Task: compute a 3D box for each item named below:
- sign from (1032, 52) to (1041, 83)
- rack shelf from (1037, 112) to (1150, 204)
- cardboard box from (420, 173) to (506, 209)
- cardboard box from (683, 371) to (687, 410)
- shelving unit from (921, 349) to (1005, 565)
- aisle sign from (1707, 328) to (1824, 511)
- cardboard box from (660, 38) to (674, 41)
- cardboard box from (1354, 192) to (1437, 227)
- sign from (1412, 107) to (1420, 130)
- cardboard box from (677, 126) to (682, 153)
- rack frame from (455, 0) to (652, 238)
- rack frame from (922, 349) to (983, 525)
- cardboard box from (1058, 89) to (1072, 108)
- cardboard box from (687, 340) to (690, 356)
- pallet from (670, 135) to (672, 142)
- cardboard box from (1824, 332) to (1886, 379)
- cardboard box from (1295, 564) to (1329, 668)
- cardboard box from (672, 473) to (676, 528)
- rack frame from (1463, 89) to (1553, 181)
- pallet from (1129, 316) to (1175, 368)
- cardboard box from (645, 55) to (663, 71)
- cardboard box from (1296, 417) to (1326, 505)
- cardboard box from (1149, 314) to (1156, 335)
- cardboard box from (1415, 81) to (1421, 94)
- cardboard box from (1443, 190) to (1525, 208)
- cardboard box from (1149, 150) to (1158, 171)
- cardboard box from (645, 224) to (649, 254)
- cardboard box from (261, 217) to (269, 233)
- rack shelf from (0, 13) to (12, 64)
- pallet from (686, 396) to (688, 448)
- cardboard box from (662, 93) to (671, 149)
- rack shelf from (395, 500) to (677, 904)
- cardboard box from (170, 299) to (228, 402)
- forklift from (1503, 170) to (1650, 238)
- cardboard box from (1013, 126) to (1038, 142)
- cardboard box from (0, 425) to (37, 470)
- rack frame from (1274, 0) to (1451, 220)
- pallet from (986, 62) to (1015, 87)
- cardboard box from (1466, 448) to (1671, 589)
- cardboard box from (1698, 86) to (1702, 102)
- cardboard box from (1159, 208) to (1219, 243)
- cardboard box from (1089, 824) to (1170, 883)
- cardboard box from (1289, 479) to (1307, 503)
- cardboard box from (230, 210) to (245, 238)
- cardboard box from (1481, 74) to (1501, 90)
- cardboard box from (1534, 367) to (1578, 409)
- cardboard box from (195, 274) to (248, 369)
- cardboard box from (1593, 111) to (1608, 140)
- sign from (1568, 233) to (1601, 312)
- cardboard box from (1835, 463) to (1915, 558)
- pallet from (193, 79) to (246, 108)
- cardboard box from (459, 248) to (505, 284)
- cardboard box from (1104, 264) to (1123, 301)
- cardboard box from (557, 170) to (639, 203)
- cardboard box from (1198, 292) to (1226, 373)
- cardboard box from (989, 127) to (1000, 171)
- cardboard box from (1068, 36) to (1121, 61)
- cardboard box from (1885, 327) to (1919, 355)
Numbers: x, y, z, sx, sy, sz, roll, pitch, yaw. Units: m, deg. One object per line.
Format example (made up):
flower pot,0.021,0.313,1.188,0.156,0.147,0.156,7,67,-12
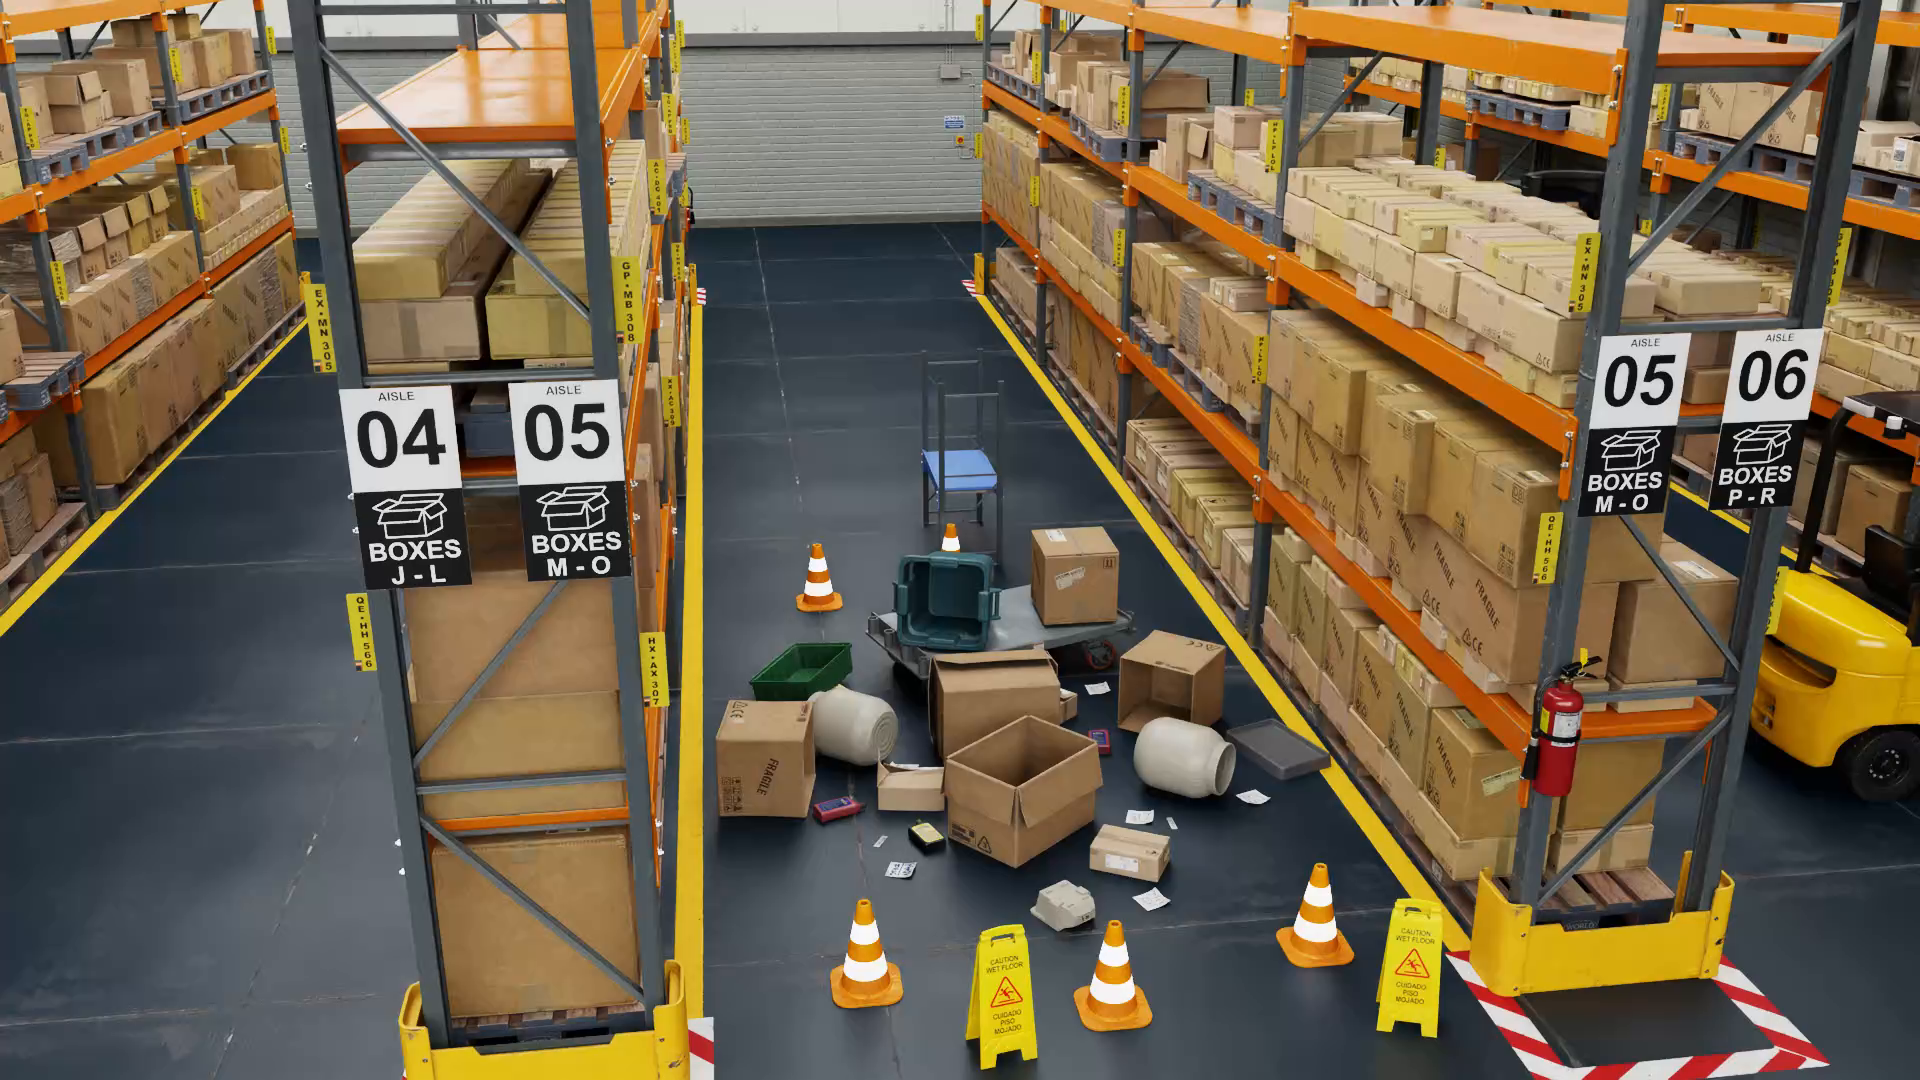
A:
sign,0.827,-5.105,17.957,0.100,0.325,0.005,-3,21,-8
rack shelf,1.664,-3.825,16.410,1.077,0.370,4.000,-3,21,-8
cardboard box,-2.454,-1.715,8.210,0.380,0.149,0.250,-3,21,-8
cardboard box,-3.008,-1.591,16.661,0.500,0.500,0.500,-3,21,-9
shelving unit,0.012,-0.673,13.375,0.538,1.500,1.048,-3,21,-8
aisle sign,3.422,-0.506,7.068,0.394,0.787,0.004,-3,21,-8
cardboard box,-3.624,-5.940,19.975,0.380,0.149,0.250,-3,21,-7
cardboard box,2.444,-1.858,9.337,0.380,0.149,0.250,-4,21,-10
sign,6.263,-5.797,22.843,0.100,0.325,0.005,-3,21,-8
cardboard box,-3.615,-4.703,20.023,0.500,0.500,0.500,-2,21,-5
rack frame,-2.354,-3.205,9.435,1.000,3.000,0.127,-3,21,-8
rack frame,-0.061,-0.849,13.846,0.500,1.500,0.032,-3,21,-8
cardboard box,1.212,-4.486,16.885,0.380,0.166,0.250,-4,21,-11
cardboard box,-3.242,-2.168,18.707,0.380,0.149,0.250,-4,21,-10
pallet,-3.371,-3.903,15.861,1.213,0.211,1.003,-3,21,-8
cardboard box,7.036,-1.429,12.756,0.500,0.250,0.500,-3,21,-9
cardboard box,2.436,0.464,10.445,0.500,0.500,0.500,-2,21,-6
cardboard box,-2.803,-0.404,13.126,1.050,0.750,0.750,-3,21,-7
rack frame,6.287,-3.700,19.337,1.000,3.000,0.127,-3,21,-8
pallet,2.161,-1.733,14.342,1.213,0.211,1.003,-3,21,-8
cardboard box,-3.310,-5.033,17.547,0.380,0.149,0.250,-3,21,-9
cardboard box,2.412,-0.526,10.270,0.500,0.500,0.500,-3,21,-8
cardboard box,1.817,-1.824,14.072,0.380,0.149,0.250,-4,21,-11
cardboard box,5.798,-5.542,20.340,0.380,0.149,0.250,-3,21,-7
cardboard box,2.957,-1.881,9.398,0.380,0.149,0.250,-3,21,-9
cardboard box,1.830,-3.234,14.159,0.380,0.149,0.250,-3,21,-8
cardboard box,-1.910,-1.639,9.145,0.380,0.149,0.250,-3,21,-7
cardboard box,-8.481,-3.756,19.844,0.380,0.149,0.250,-3,21,-9
rack shelf,-7.565,-3.158,10.909,1.077,0.370,4.000,-3,21,-8
pallet,-3.215,-1.165,16.534,1.003,0.211,1.213,-3,21,-8
cardboard box,-2.906,-3.788,15.141,0.500,0.500,0.500,-3,21,-8
rack shelf,-2.066,0.635,8.757,1.077,0.370,4.000,-3,21,-8
cardboard box,-8.318,-1.930,17.032,1.225,0.875,0.875,-3,21,-8
forklift,4.837,-1.330,13.089,1.130,2.935,3.031,-3,21,-8
cardboard box,0.845,-4.889,20.019,0.380,0.149,0.250,-3,21,-8
cardboard box,-7.727,-0.720,13.229,0.500,0.250,0.500,-2,21,-6
rack frame,2.529,-3.489,10.197,1.000,3.000,0.127,-3,21,-8
pallet,0.917,-5.941,21.175,1.003,0.211,1.213,-3,21,-8
cardboard box,2.816,-0.114,7.738,0.700,0.500,0.500,-3,21,-9
cardboard box,7.085,-4.118,15.387,0.380,0.149,0.250,-4,21,-10
cardboard box,2.124,-2.762,15.253,0.500,0.500,0.500,-4,21,-10
cardboard box,0.918,1.690,8.979,0.380,0.149,0.250,8,22,20
cardboard box,2.345,-0.351,10.728,0.380,0.149,0.250,-2,21,-6
cardboard box,-8.386,-3.545,18.711,0.500,0.250,0.500,-2,21,-6
cardboard box,5.940,-5.017,18.190,0.380,0.149,0.250,-3,21,-7
cardboard box,2.778,-0.691,7.351,0.380,0.149,0.250,-3,21,-8
cardboard box,-8.446,-2.383,18.246,0.875,0.875,0.875,-3,21,-8
cardboard box,6.477,-3.990,16.039,0.500,0.250,0.500,-3,21,-8
sign,2.554,-1.093,6.803,0.100,0.325,0.005,-3,21,-8
cardboard box,7.354,-0.195,12.745,0.875,0.625,0.625,-2,21,-5
pallet,-8.710,-5.018,18.704,1.003,0.211,1.213,-3,21,-8
cardboard box,-2.196,-1.056,7.015,0.500,0.250,0.500,-3,21,-8
cardboard box,1.632,-2.383,15.308,0.500,0.250,0.500,-3,21,-8
cardboard box,-1.805,-1.751,8.307,0.380,0.149,0.250,-3,21,-8
cardboard box,2.095,-1.561,12.440,0.500,0.500,0.500,-2,21,-6
cardboard box,0.668,-4.990,21.217,0.500,0.500,0.500,-3,21,-9
cardboard box,1.499,-5.359,18.603,0.500,0.500,0.500,-3,21,-7
cardboard box,7.117,-1.477,12.313,0.380,0.149,0.250,-3,21,-9
